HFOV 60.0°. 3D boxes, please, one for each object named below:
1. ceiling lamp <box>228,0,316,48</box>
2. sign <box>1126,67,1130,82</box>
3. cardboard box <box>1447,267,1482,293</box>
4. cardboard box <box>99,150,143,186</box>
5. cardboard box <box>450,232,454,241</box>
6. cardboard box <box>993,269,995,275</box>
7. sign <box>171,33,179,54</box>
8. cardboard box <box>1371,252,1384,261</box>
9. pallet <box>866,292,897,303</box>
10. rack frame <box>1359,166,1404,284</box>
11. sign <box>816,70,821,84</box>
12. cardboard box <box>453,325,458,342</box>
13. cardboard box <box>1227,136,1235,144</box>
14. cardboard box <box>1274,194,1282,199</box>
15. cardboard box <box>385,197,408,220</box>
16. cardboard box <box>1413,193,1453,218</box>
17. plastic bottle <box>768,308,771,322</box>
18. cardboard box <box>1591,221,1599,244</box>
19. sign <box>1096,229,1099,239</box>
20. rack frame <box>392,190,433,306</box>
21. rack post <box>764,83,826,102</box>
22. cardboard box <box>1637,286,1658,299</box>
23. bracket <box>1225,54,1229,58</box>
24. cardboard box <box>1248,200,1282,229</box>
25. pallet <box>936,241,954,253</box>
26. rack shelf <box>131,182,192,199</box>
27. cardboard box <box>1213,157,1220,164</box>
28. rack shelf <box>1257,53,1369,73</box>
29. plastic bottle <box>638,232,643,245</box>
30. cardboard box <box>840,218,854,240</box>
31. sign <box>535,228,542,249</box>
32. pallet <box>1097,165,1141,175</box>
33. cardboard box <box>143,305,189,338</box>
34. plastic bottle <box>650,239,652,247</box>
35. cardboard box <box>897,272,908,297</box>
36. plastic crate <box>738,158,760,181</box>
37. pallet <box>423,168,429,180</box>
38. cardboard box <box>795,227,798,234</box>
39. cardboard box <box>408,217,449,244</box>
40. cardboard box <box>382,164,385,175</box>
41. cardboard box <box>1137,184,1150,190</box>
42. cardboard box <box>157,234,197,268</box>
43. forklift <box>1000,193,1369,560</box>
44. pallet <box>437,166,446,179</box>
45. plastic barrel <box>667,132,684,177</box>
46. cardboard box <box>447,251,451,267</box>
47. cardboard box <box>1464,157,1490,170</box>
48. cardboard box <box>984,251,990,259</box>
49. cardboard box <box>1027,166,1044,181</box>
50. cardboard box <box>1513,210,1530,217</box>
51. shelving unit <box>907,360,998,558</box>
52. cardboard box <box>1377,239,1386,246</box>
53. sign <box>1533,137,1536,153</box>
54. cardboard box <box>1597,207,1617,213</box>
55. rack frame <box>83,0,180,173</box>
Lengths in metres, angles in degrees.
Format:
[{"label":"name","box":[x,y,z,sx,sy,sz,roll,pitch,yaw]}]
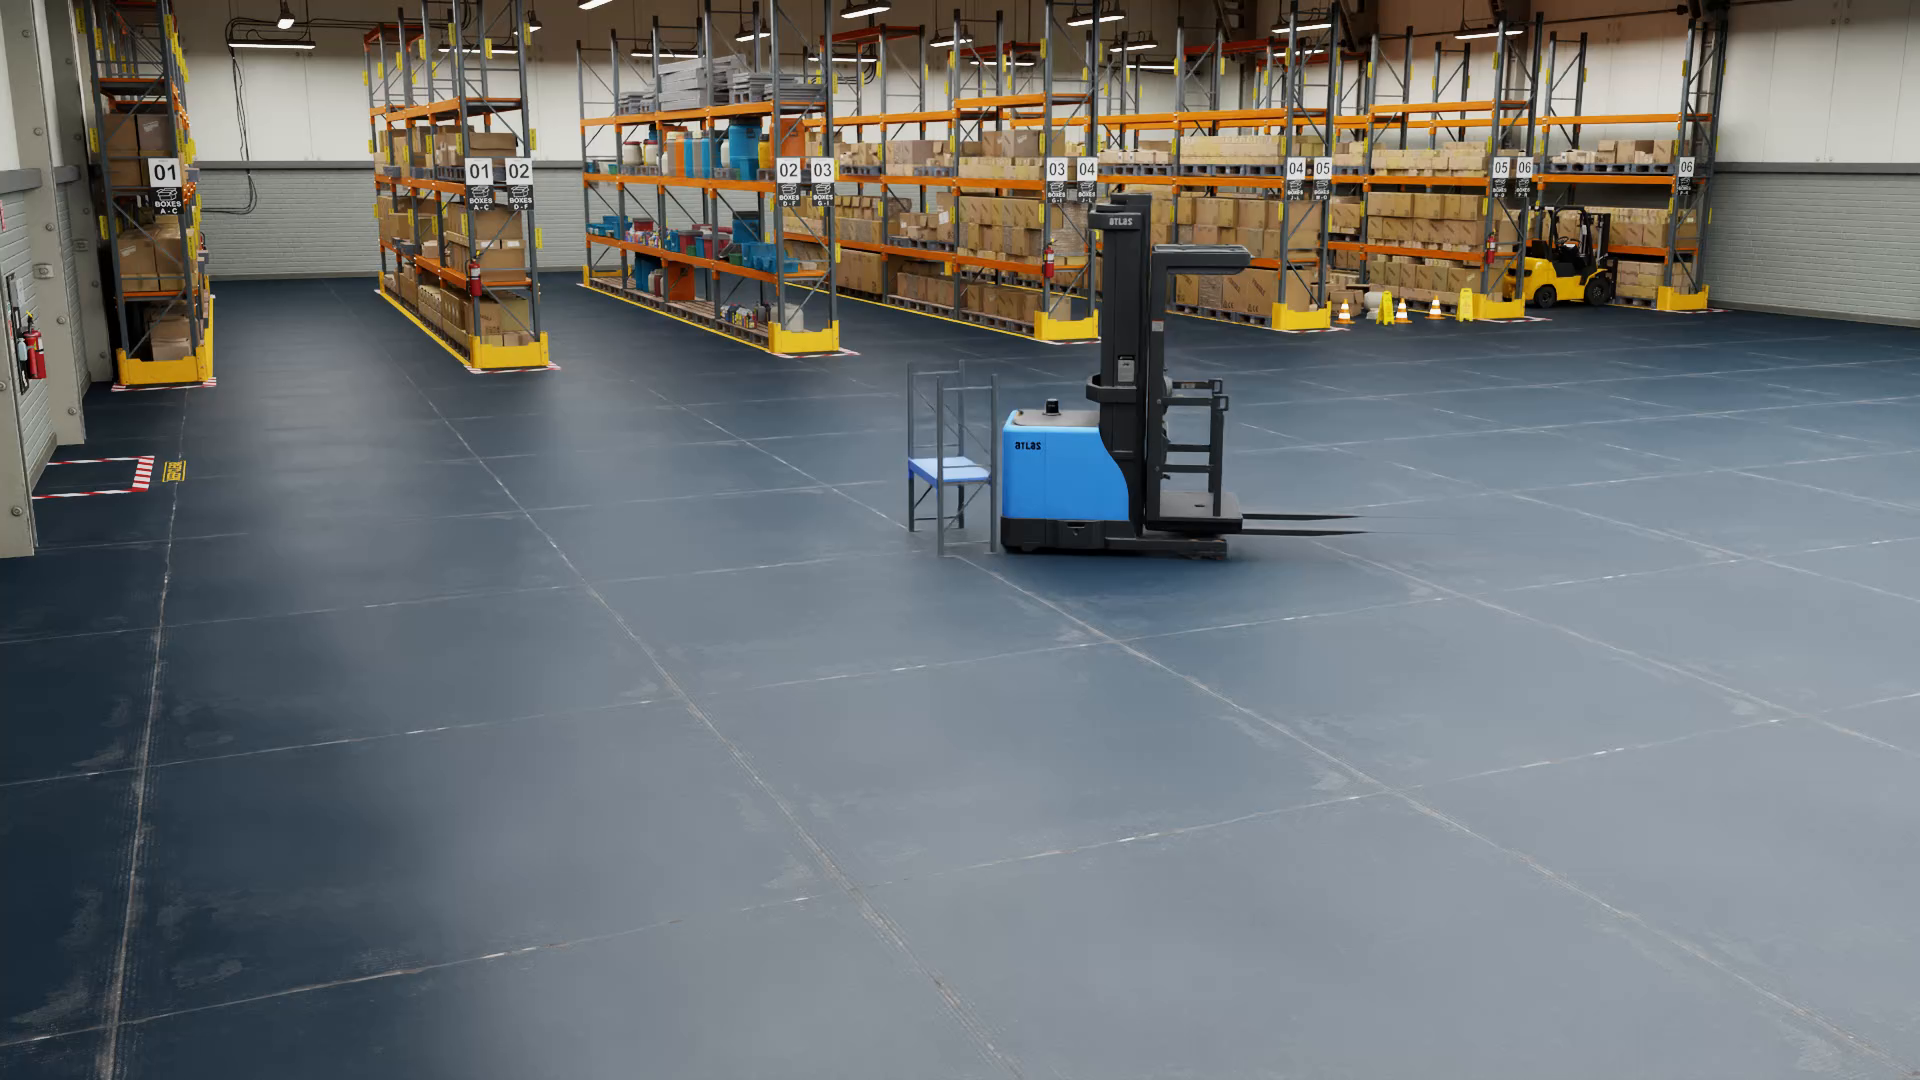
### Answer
[{"label":"ceiling lamp","box":[-16.825,-13.628,40.349,2.000,3.185,0.800,-6,14,-23]},{"label":"sign","box":[3.849,-10.701,38.226,0.100,0.325,0.005,-6,14,-23]},{"label":"cardboard box","box":[10.482,-5.383,34.478,0.500,0.500,0.500,-6,14,-23]},{"label":"cardboard box","box":[-12.053,-5.356,23.942,0.500,0.500,0.500,-5,14,-19]},{"label":"cardboard box","box":[-8.583,-5.234,28.673,0.380,0.149,0.250,-6,14,-24]},{"label":"cardboard box","box":[1.078,-6.998,43.343,0.380,0.149,0.250,-6,14,-25]},{"label":"sign","box":[-12.752,-8.061,26.995,0.100,0.325,0.005,-6,14,-23]},{"label":"cardboard box","box":[11.389,-7.485,44.670,0.500,0.500,0.500,-6,14,-25]},{"label":"pallet","box":[-1.490,-5.579,38.008,1.003,0.211,1.213,-6,14,-23]},{"label":"rack frame","box":[9.439,-6.837,37.257,1.000,3.000,0.127,-6,14,-23]},{"label":"sign","box":[-3.364,-11.004,39.537,0.100,0.325,0.005,-6,14,-23]},{"label":"cardboard box","box":[-8.214,-3.479,27.917,0.500,0.250,0.500,-6,14,-23]},{"label":"cardboard box","box":[5.490,-7.877,32.736,0.380,0.149,0.250,-6,14,-23]},{"label":"cardboard box","box":[7.864,-8.323,41.240,0.500,0.500,0.500,-6,14,-25]},{"label":"cardboard box","box":[-12.773,-7.527,37.801,0.500,0.500,0.500,-6,14,-23]},{"label":"cardboard box","box":[10.070,-7.094,35.269,0.700,0.500,0.500,-6,14,-23]},{"label":"plastic bottle","box":[-3.487,-4.128,30.603,0.061,0.283,0.133,-6,14,-23]},{"label":"cardboard box","box":[14.534,-6.903,37.321,0.500,0.500,0.500,-6,14,-23]},{"label":"sign","box":[2.459,-5.586,29.933,0.100,0.325,0.005,-6,14,-23]},{"label":"rack frame","box":[-11.924,-6.700,36.668,1.000,3.000,0.127,-6,14,-23]},{"label":"rack post","box":[-2.763,-7.515,27.990,0.937,0.300,0.954,-4,14,-17]},{"label":"cardboard box","box":[15.110,-5.393,36.186,0.500,0.250,0.500,-6,14,-23]},{"label":"bracket","box":[8.433,-15.134,51.818,0.235,0.232,0.430,-6,14,-23]},{"label":"cardboard box","box":[6.129,-6.327,32.327,0.875,0.550,0.550,-6,14,-23]},{"label":"pallet","box":[0.186,-6.019,34.150,1.003,0.211,1.213,-6,14,-23]},{"label":"rack shelf","box":[-14.058,-6.124,29.119,1.077,0.370,4.000,-6,14,-23]},{"label":"cardboard box","box":[5.291,-7.592,33.273,0.380,0.149,0.250,-6,14,-23]},{"label":"rack shelf","box":[9.980,-13.543,47.154,1.077,0.370,4.000,-6,14,-23]},{"label":"plastic bottle","box":[-7.084,-6.717,37.017,0.152,0.276,0.135,-6,14,-23]},{"label":"cardboard box","box":[-2.488,-7.318,39.116,0.500,0.500,0.500,-6,14,-24]},{"label":"sign","box":[-6.606,-4.730,26.061,0.100,0.325,0.005,-6,14,-23]},{"label":"pallet","box":[3.649,-8.436,37.935,1.213,0.211,1.003,-5,14,-20]},{"label":"cardboard box","box":[-13.567,-3.747,28.473,0.700,0.500,0.500,-5,14,-21]},{"label":"plastic bottle","box":[-6.651,-6.443,35.995,0.097,0.201,0.097,0,13,0]},{"label":"cardboard box","box":[-0.956,-5.628,36.602,0.700,0.500,0.500,-6,15,-26]},{"label":"plastic crate","box":[-3.617,-6.488,29.134,0.392,0.384,0.575,-6,14,-23]},{"label":"pallet","box":[-9.517,-6.881,31.213,1.003,0.211,1.213,-5,14,-20]},{"label":"cardboard box","box":[-3.991,-7.878,42.312,0.380,0.149,0.250,-6,14,-24]},{"label":"cardboard box","box":[-10.677,-6.247,33.557,0.700,0.500,0.500,-12,18,-42]},{"label":"cardboard box","box":[-12.761,-8.372,37.571,0.500,0.250,0.500,-6,14,-23]},{"label":"cardboard box","box":[5.104,-9.745,45.946,0.380,0.149,0.250,-6,14,-24]},{"label":"cardboard box","box":[-11.960,-4.411,25.402,0.500,0.500,0.500,-6,14,-25]},{"label":"forklift","box":[1.889,-1.389,13.872,3.031,2.935,1.130,1,13,6]},{"label":"pallet","box":[-8.354,-6.292,28.447,1.003,0.211,1.213,-6,14,-23]},{"label":"plastic barrel","box":[-5.651,-7.837,33.815,0.600,0.901,0.600,0,13,0]},{"label":"cardboard box","box":[-8.956,-5.072,29.966,0.500,0.250,0.500,-5,14,-19]},{"label":"cardboard box","box":[10.590,-7.625,33.683,0.500,0.250,0.500,-6,14,-24]},{"label":"cardboard box","box":[0.693,-5.492,32.002,0.380,0.149,0.250,-6,14,-23]},{"label":"cardboard box","box":[1.536,-6.580,29.829,0.500,0.250,0.500,-5,14,-22]},{"label":"cardboard box","box":[13.476,-7.808,39.794,0.380,0.149,0.250,-6,14,-23]},{"label":"shelving unit","box":[-0.074,-0.711,14.116,0.538,1.500,1.048,-4,13,-15]},{"label":"cardboard box","box":[9.420,-6.573,36.674,0.380,0.149,0.250,-5,14,-21]},{"label":"sign","box":[11.539,-7.947,33.462,0.100,0.325,0.005,-6,14,-23]},{"label":"cardboard box","box":[14.547,-7.394,37.345,0.380,0.149,0.250,-6,14,-23]},{"label":"rack frame","box":[-11.654,-6.696,23.343,1.000,3.000,0.127,-6,14,-23]}]
